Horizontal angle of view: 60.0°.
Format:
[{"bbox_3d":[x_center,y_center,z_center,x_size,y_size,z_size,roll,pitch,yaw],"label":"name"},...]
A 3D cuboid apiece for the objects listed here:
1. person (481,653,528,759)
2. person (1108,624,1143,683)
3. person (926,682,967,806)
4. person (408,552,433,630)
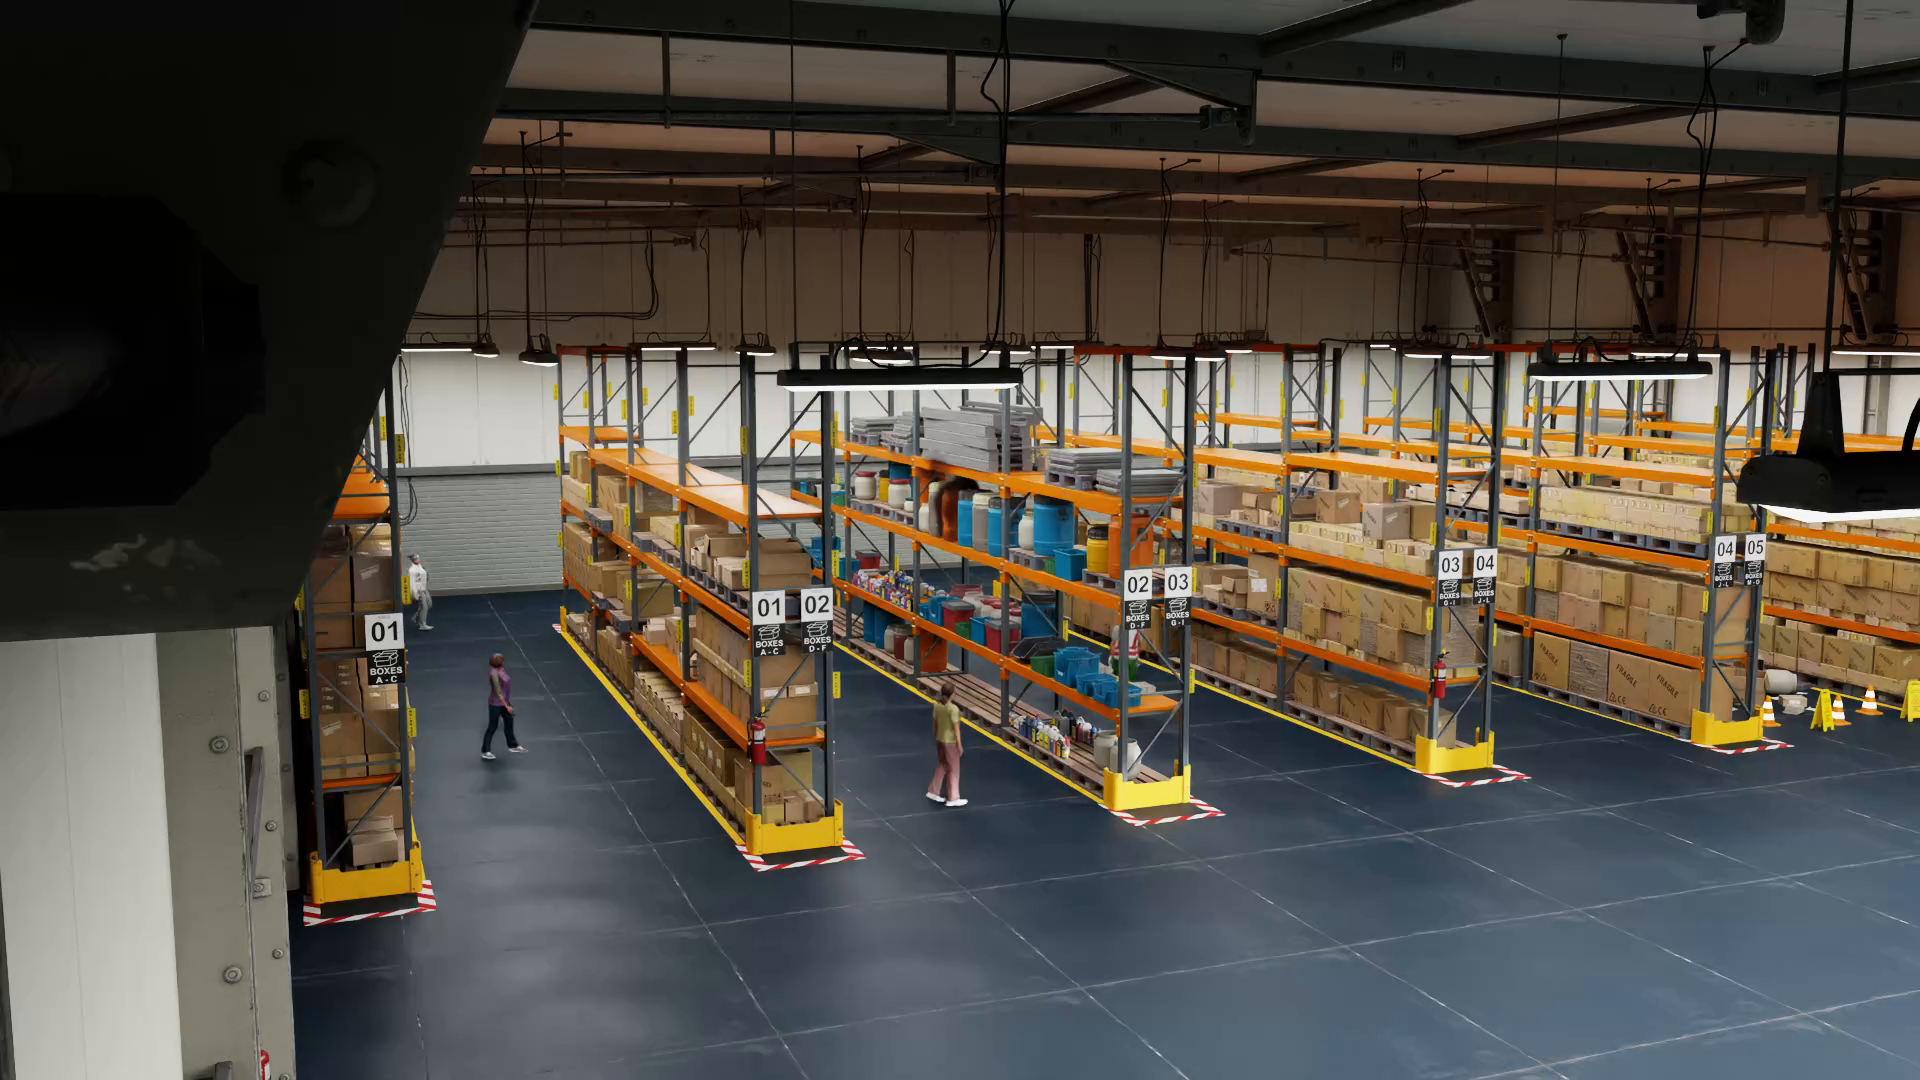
[{"bbox_3d":[-6.800,2.441,24.646,0.566,1.592,0.596,1,7,5],"label":"person"},{"bbox_3d":[2.717,1.961,27.315,0.550,1.770,0.668,2,8,15],"label":"person"},{"bbox_3d":[-0.158,2.715,22.139,0.454,1.696,0.530,-5,9,-36],"label":"person"},{"bbox_3d":[-11.348,1.072,34.890,0.474,1.662,0.522,0,7,-2],"label":"person"}]
